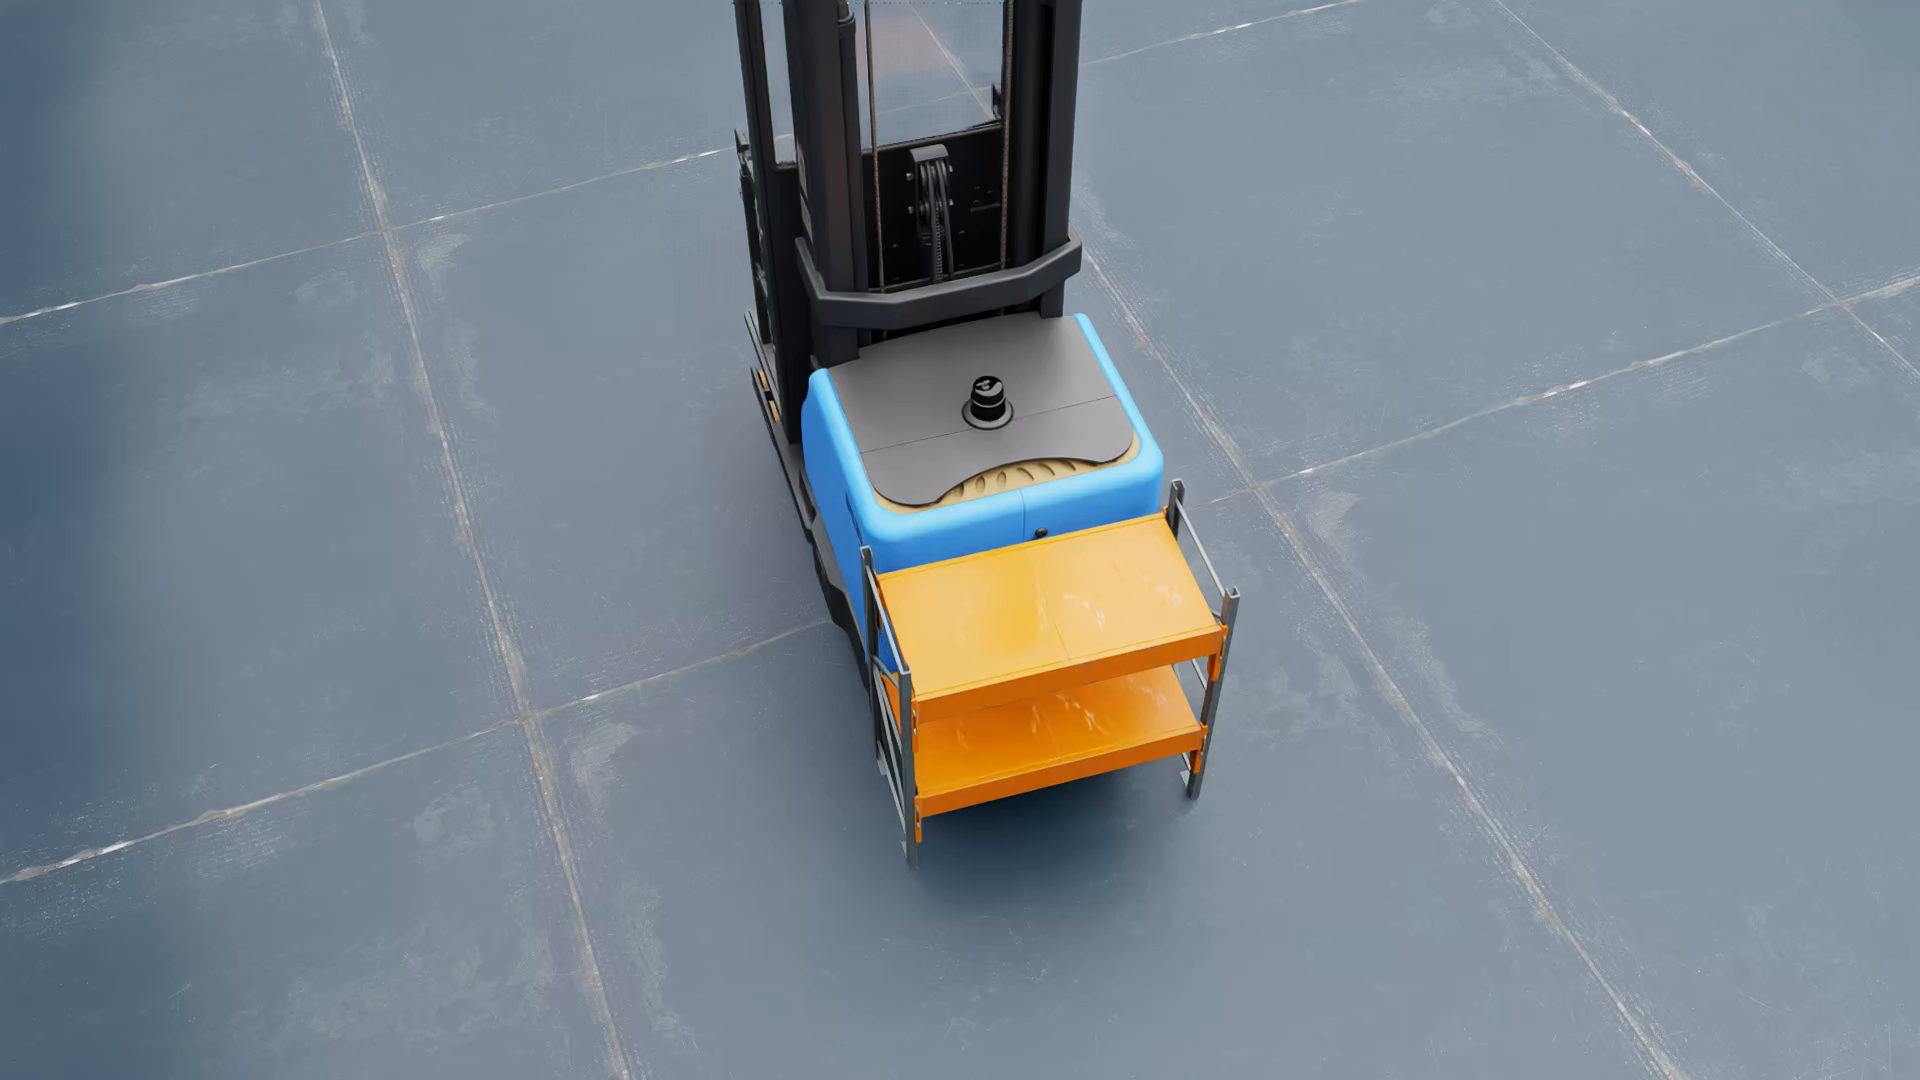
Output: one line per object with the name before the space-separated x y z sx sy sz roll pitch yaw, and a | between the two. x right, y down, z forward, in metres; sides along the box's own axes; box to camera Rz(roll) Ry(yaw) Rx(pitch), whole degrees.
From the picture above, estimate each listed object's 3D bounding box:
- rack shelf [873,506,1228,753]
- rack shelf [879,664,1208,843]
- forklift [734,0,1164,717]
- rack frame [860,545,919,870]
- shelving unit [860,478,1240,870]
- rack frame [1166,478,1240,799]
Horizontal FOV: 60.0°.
rack shelf | 0.265 0.271 5.231 1.000 0.278 0.538 -12 51 -10
rack shelf | 0.265 0.620 5.639 1.000 0.278 0.538 -12 51 -10
forklift | -0.246 -1.465 5.917 1.130 2.935 3.031 -14 51 -11
rack frame | -0.223 0.567 5.361 0.032 1.125 0.500 -12 51 -10
shelving unit | 0.265 0.461 5.453 1.048 1.125 0.538 -12 51 -10
rack frame | 0.754 0.354 5.544 0.032 1.125 0.500 -12 51 -10
